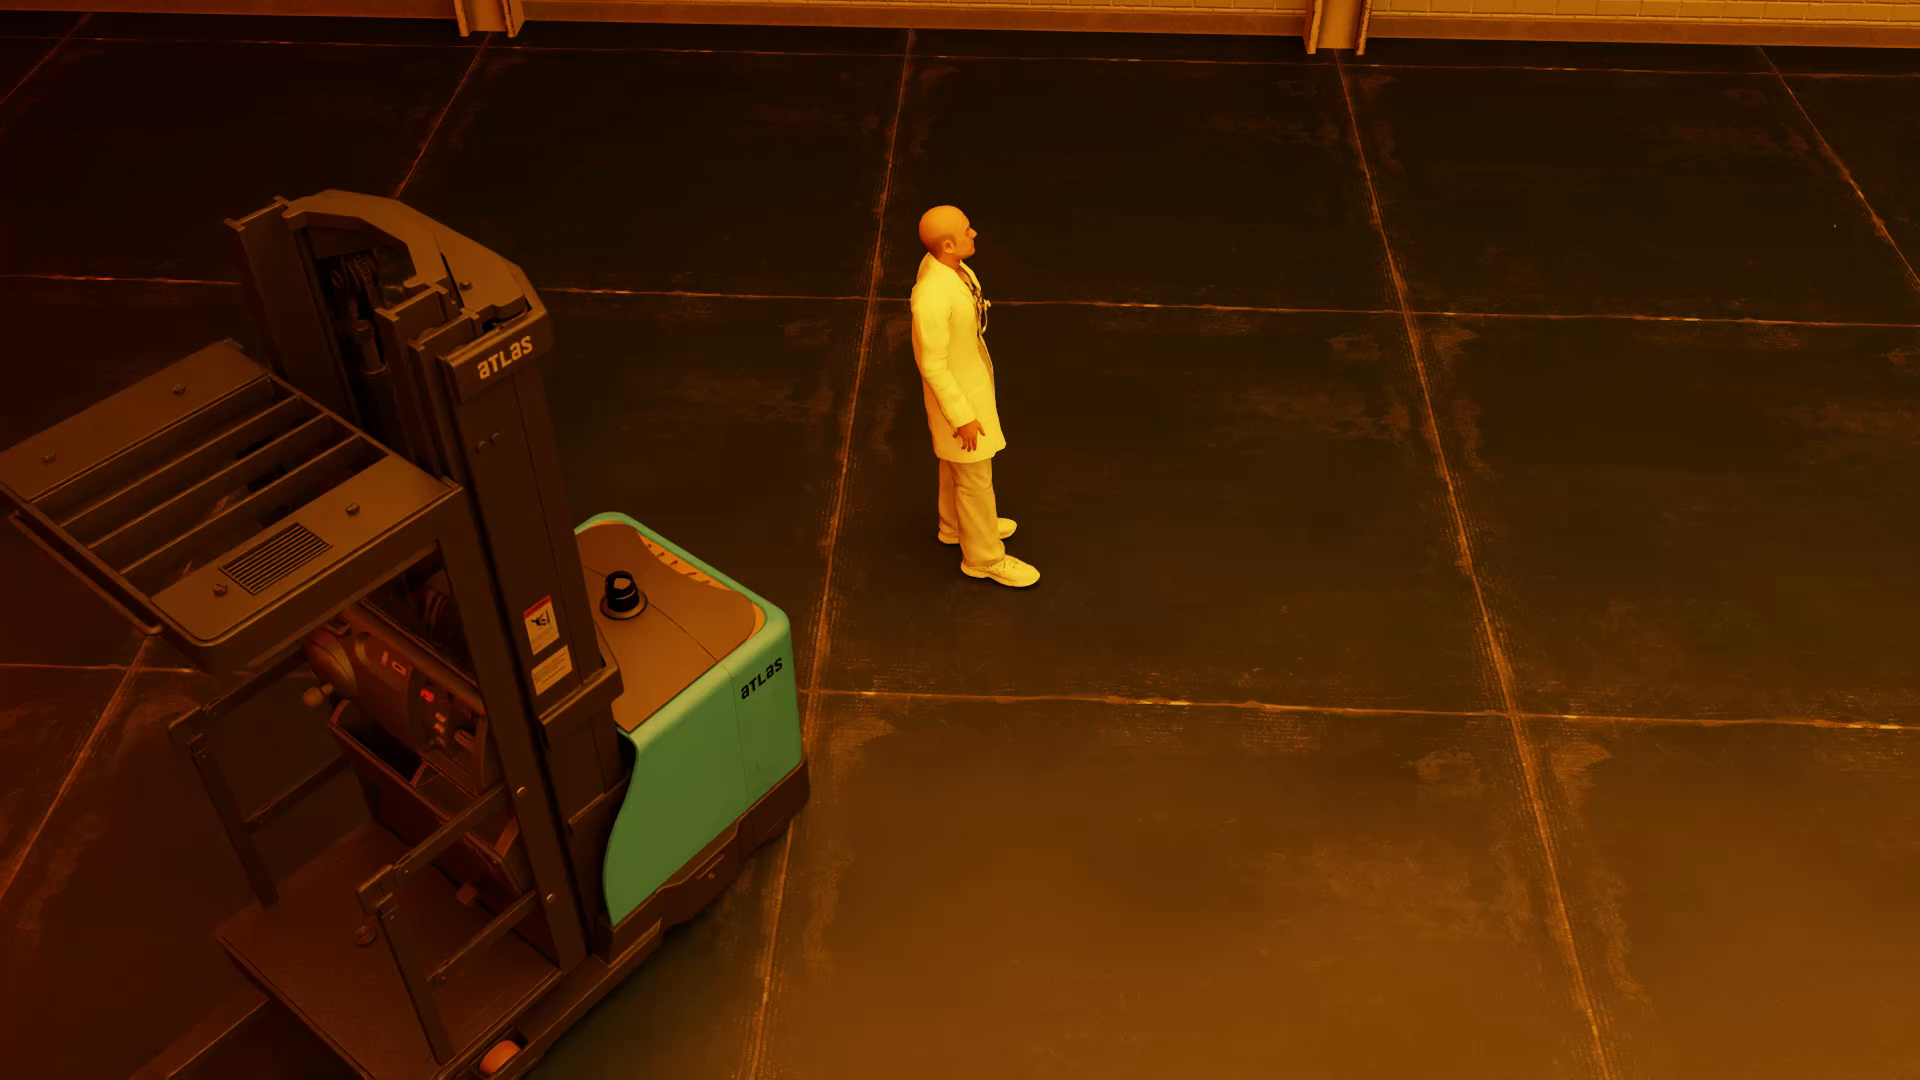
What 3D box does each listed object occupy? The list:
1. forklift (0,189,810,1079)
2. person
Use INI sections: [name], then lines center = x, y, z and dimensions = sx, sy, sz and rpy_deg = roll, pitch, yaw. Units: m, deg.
[forklift]
center = -1.921, 0.550, 5.139
dimensions = 1.130, 2.935, 3.031
rpy_deg = 29, 50, 28
[person]
center = 0.090, -0.656, 7.305
dimensions = 0.581, 1.776, 0.694
rpy_deg = 2, 42, 2
